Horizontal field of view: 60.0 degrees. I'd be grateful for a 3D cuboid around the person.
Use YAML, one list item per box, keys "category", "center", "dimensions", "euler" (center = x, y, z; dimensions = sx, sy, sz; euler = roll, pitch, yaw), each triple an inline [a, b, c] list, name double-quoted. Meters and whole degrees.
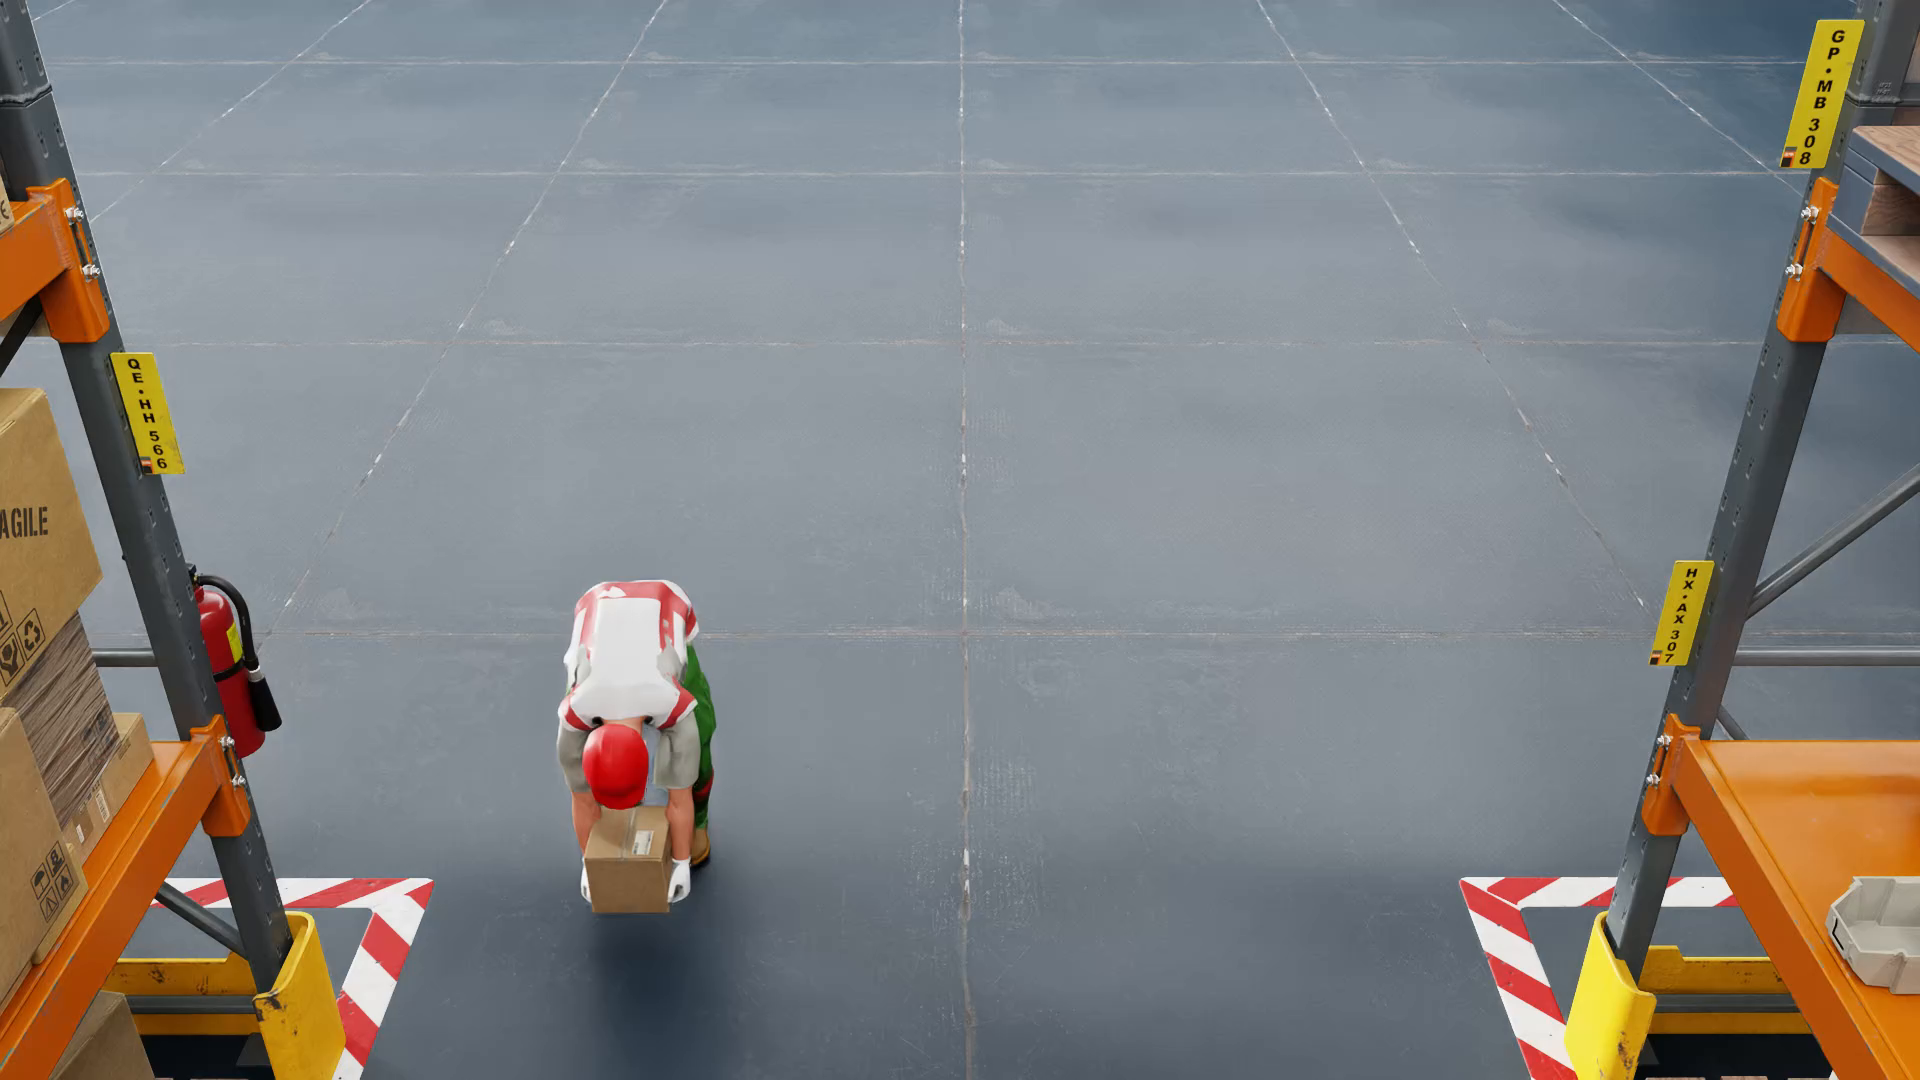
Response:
- category: "person"
  center: [-1.084, 0.744, 5.581]
  dimensions: [0.517, 1.060, 0.962]
  euler: [-1, 31, -2]
